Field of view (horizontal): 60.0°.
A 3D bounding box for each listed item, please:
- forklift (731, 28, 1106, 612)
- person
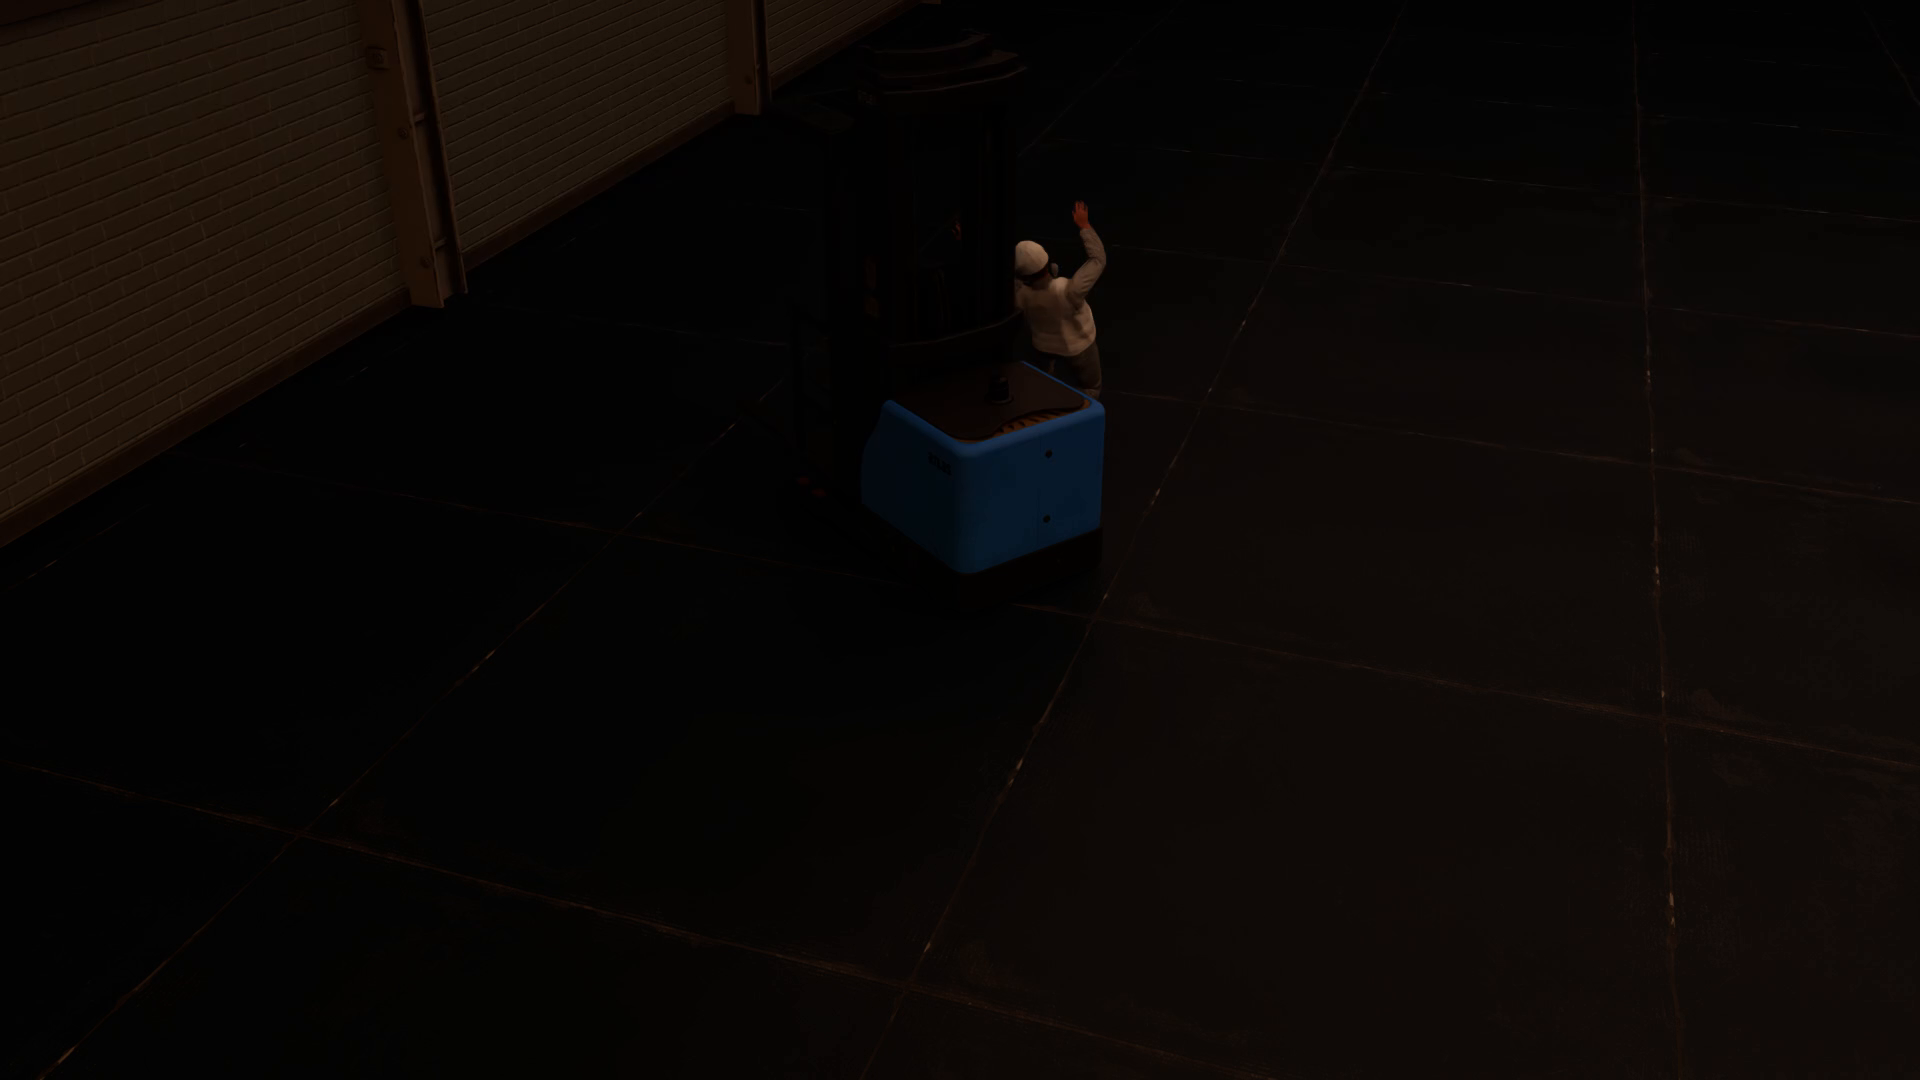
[{"bbox_3d":[-0.429,-1.552,9.858,1.130,2.935,3.031,-19,35,-30],"label":"forklift"},{"bbox_3d":[0.472,-1.477,11.087,1.058,1.621,0.849,16,33,26],"label":"person"}]
